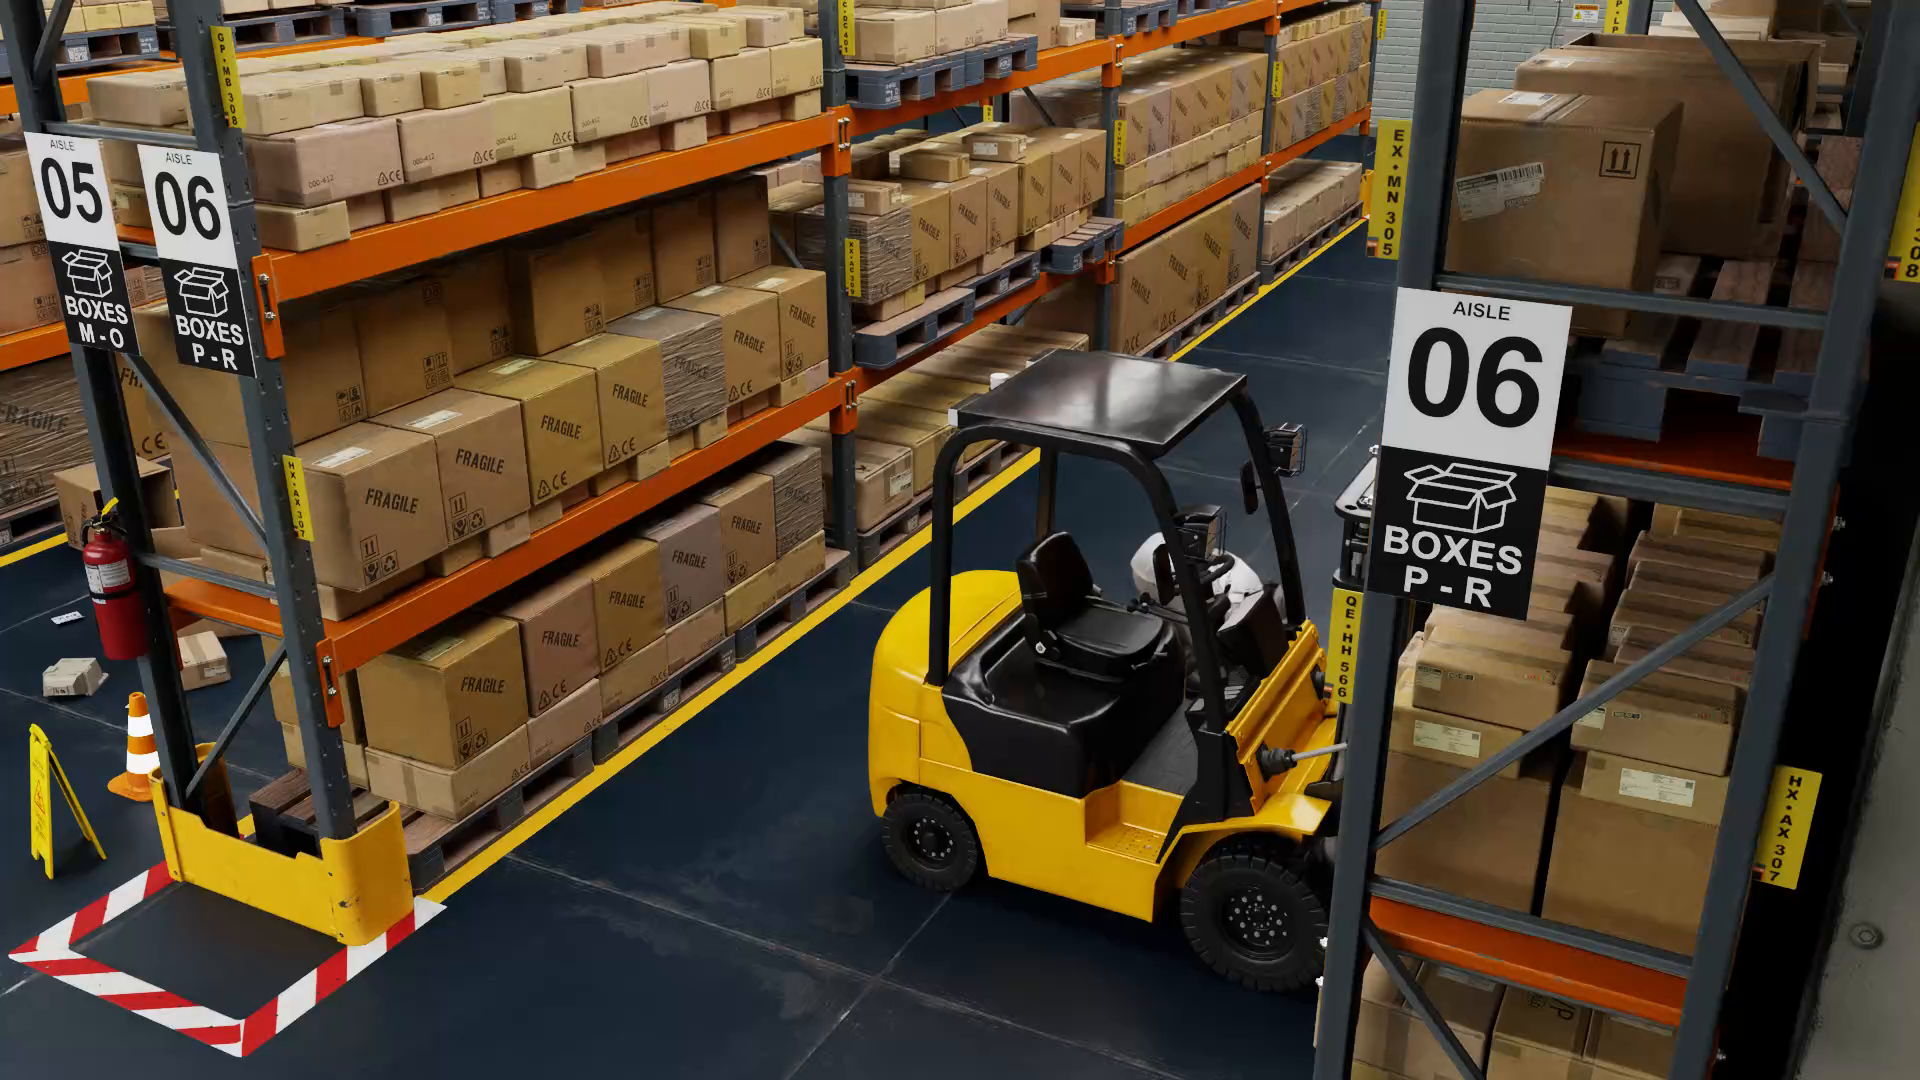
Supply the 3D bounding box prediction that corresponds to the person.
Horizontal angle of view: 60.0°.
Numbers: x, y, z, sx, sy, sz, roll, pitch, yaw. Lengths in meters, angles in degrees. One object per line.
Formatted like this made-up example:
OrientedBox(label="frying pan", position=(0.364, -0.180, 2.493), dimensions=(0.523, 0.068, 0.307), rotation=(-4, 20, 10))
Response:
OrientedBox(label="person", position=(1.304, 0.434, 8.525), dimensions=(0.881, 0.919, 0.456), rotation=(10, 25, 22))
